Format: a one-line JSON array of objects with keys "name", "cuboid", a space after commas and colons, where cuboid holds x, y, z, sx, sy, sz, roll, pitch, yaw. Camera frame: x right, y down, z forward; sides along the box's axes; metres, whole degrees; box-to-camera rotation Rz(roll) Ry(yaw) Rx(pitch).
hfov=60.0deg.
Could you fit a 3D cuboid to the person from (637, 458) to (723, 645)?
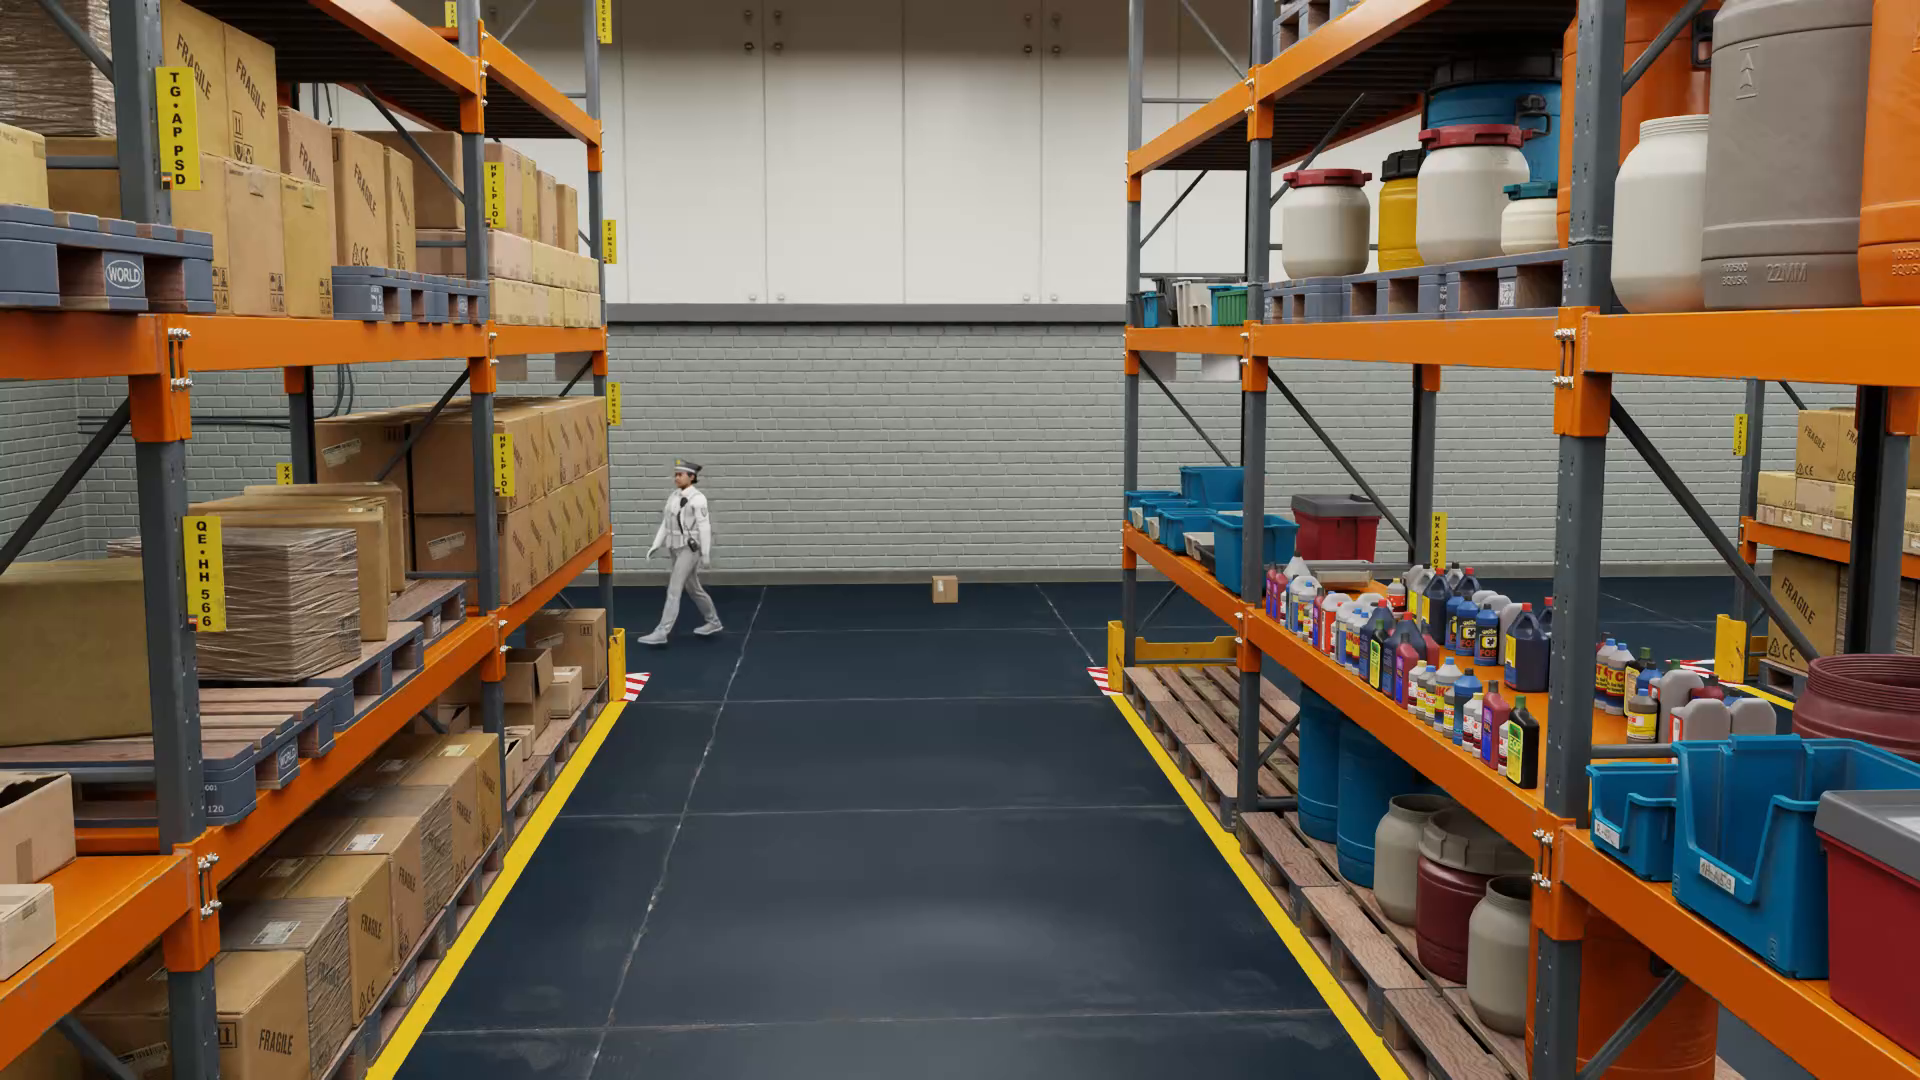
[{"name": "person", "cuboid": [-2.537, 0.082, 14.889, 0.968, 1.630, 0.498, -6, 9, -41]}]
